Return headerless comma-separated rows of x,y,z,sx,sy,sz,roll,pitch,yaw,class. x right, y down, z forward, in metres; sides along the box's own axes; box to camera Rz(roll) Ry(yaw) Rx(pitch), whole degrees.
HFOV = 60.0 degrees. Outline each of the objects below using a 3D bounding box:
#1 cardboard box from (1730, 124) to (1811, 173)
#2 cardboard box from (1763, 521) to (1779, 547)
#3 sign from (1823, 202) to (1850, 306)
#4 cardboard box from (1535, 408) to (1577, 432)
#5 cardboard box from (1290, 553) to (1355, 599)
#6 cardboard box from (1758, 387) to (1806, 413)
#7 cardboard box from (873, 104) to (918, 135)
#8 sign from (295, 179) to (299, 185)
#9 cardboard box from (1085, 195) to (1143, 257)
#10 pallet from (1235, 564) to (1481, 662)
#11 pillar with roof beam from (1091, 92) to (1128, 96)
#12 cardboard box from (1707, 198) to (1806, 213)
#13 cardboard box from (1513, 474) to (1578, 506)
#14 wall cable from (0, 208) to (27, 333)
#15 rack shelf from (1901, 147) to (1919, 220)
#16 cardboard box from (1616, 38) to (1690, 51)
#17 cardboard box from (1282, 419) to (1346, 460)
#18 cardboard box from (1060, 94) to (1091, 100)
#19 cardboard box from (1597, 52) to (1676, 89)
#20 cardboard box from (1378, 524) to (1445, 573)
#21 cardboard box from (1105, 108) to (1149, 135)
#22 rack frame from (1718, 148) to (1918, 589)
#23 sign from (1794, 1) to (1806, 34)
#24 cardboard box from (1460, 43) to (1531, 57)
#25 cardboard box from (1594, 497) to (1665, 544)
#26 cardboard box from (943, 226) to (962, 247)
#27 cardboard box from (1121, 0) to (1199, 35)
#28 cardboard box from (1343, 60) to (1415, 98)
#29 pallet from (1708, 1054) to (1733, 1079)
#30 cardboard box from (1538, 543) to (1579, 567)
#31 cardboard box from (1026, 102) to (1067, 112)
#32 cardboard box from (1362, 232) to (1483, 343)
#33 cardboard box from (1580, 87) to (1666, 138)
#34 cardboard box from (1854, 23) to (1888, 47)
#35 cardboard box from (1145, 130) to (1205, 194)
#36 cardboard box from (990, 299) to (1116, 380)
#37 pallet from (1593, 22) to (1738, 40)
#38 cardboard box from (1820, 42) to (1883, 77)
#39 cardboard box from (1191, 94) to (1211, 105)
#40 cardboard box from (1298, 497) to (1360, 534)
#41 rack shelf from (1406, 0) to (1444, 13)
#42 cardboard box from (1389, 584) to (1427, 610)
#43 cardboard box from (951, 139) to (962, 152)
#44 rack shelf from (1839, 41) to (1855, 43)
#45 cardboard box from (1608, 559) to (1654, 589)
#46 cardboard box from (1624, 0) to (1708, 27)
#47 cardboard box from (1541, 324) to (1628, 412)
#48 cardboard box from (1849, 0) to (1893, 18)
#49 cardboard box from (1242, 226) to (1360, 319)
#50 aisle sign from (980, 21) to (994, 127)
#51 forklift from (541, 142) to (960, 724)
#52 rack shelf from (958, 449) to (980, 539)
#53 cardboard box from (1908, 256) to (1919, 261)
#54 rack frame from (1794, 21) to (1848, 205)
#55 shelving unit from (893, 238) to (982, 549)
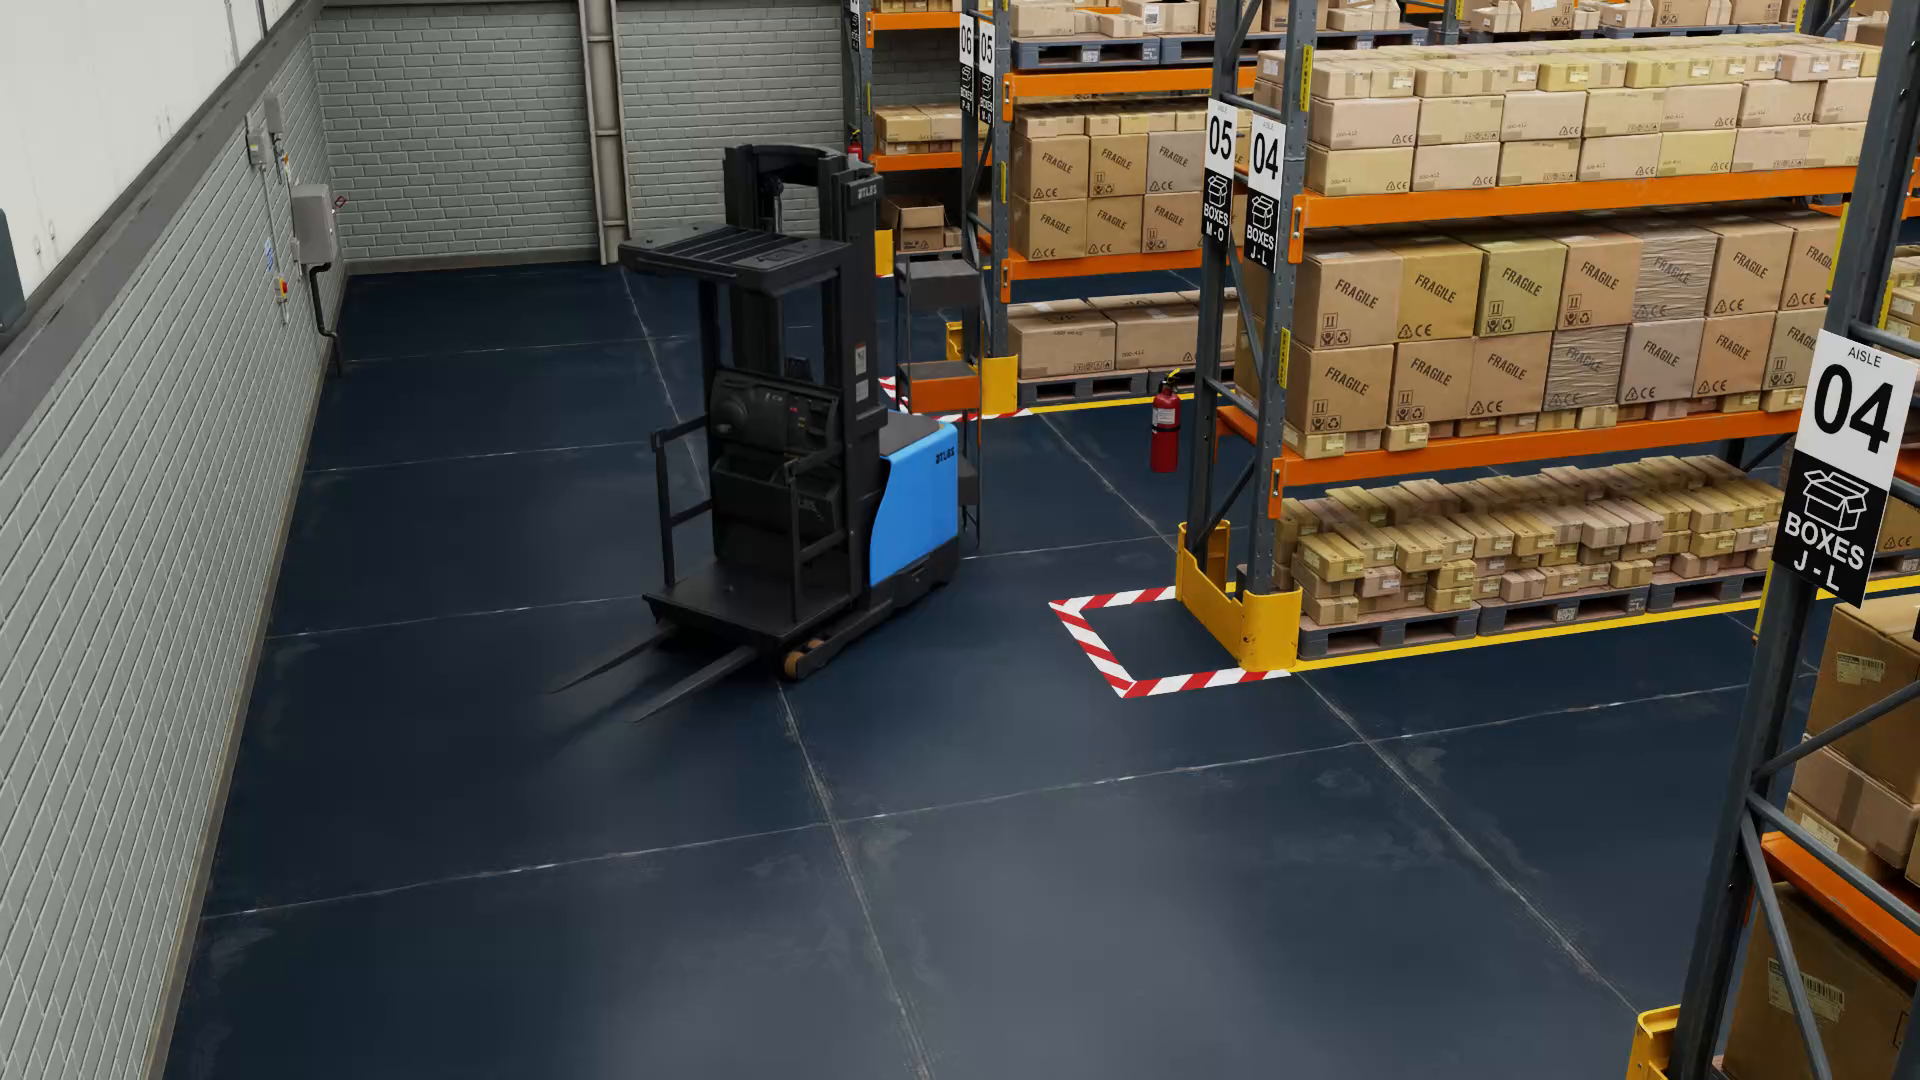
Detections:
4.609,-2.346,9.800,0.500,0.250,0.500,-6,24,-15,cardboard box
5.275,-0.105,10.897,0.250,0.149,0.380,-6,24,-13,cardboard box
2.751,-0.877,5.162,0.005,0.325,0.100,-6,24,-14,sign
3.530,-0.794,10.115,0.250,0.149,0.380,-5,24,-12,cardboard box
2.215,0.208,10.167,0.250,0.149,0.380,-5,24,-12,cardboard box
5.063,-0.937,10.447,0.250,0.149,0.380,-7,24,-16,cardboard box
-0.766,-4.784,18.909,0.500,0.250,0.500,-6,24,-13,cardboard box
-5.975,-3.008,15.077,0.001,0.494,0.329,-6,24,-14,sign
1.226,-2.735,14.193,0.500,0.500,0.500,-7,24,-15,cardboard box
2.507,0.386,10.582,1.213,0.211,1.003,-6,24,-14,pallet
2.963,-6.383,15.214,0.400,9.000,9.100,-6,24,-14,pillar with roof beam
4.993,-1.927,10.664,0.500,0.500,0.500,-6,24,-13,cardboard box
3.842,-0.293,10.957,0.250,0.149,0.380,-7,24,-17,cardboard box
-3.491,-3.862,5.258,0.120,5.999,2.277,-6,24,-14,wall cable
7.419,-2.501,10.883,4.000,0.370,1.077,-6,24,-14,rack shelf
4.144,-2.913,9.982,0.250,0.149,0.380,-7,24,-16,cardboard box
2.042,-0.609,9.683,0.250,0.149,0.380,-7,24,-15,cardboard box
1.208,-5.348,19.271,0.500,0.500,0.500,-7,24,-16,cardboard box
3.789,-2.643,9.352,0.250,0.149,0.380,-7,24,-15,cardboard box
2.748,0.050,10.159,0.250,0.149,0.380,-6,24,-15,cardboard box
1.387,-3.493,13.869,0.250,0.149,0.380,-7,24,-16,cardboard box
5.493,-1.240,10.836,0.127,3.000,1.000,-6,24,-14,rack frame
5.340,-3.247,10.555,0.005,0.325,0.100,-6,24,-14,sign
3.124,-2.808,9.736,0.250,0.149,0.380,-6,24,-13,cardboard box
4.241,-0.126,10.568,0.250,0.149,0.380,-8,24,-17,cardboard box
-0.103,-3.509,19.207,0.250,0.149,0.380,-7,24,-16,cardboard box
1.662,-4.399,13.849,0.500,0.311,0.500,-6,24,-13,cardboard box
2.265,-2.505,9.030,0.250,0.149,0.380,-5,24,-12,cardboard box
3.633,2.246,6.247,1.213,0.211,1.003,-6,24,-14,pallet
3.725,0.021,10.604,0.250,0.149,0.380,-5,24,-12,cardboard box
0.737,-3.637,14.204,0.250,0.149,0.380,-6,24,-13,cardboard box
2.630,-1.459,9.575,0.500,0.500,0.500,-6,24,-13,cardboard box
3.613,-2.461,9.434,0.500,0.250,0.500,-7,24,-16,cardboard box
5.887,-2.856,10.139,0.500,0.500,0.700,-6,24,-14,cardboard box
1.735,-3.246,14.117,0.500,0.500,0.500,-6,24,-15,cardboard box
0.816,-1.806,14.873,0.875,0.438,0.875,-7,24,-16,cardboard box
6.228,-4.617,15.142,1.213,0.211,1.003,-5,24,-12,pallet
5.266,-2.825,9.777,0.250,0.149,0.380,-7,24,-17,cardboard box
2.213,-3.822,14.636,0.250,0.149,0.380,-6,24,-14,cardboard box
2.340,-0.128,10.572,0.250,0.149,0.380,-6,24,-13,cardboard box
4.640,-6.254,19.629,4.000,0.370,1.077,-6,24,-14,rack shelf
2.700,0.281,10.374,0.250,0.149,0.380,-6,24,-14,cardboard box
-0.011,-4.472,18.686,0.250,0.149,0.380,-6,24,-13,cardboard box
9.835,-4.796,16.231,4.000,0.370,1.077,-6,24,-14,rack shelf
4.211,0.158,10.660,0.250,0.149,0.380,-6,24,-14,cardboard box
6.291,-4.854,14.796,0.500,0.500,0.500,-6,24,-14,cardboard box
3.621,-1.110,10.029,0.500,0.500,0.500,-7,24,-16,cardboard box
8.825,-5.056,15.799,0.500,0.500,0.700,-6,24,-14,cardboard box
2.015,-1.599,9.901,0.500,0.500,0.500,-7,24,-15,cardboard box
0.216,-3.759,13.411,0.004,0.787,0.394,-6,24,-14,aisle sign
-1.223,-0.733,9.741,1.130,2.935,3.031,14,27,30,forklift
-0.150,-0.298,11.590,0.480,0.518,0.431,-6,24,-14,rack shelf
6.587,-1.792,11.153,0.250,0.149,0.380,-6,24,-15,cardboard box
7.910,-3.535,16.184,0.127,3.000,1.000,-6,24,-14,rack frame
-0.150,-0.953,11.309,0.503,2.100,0.431,-6,24,-14,shelving unit
